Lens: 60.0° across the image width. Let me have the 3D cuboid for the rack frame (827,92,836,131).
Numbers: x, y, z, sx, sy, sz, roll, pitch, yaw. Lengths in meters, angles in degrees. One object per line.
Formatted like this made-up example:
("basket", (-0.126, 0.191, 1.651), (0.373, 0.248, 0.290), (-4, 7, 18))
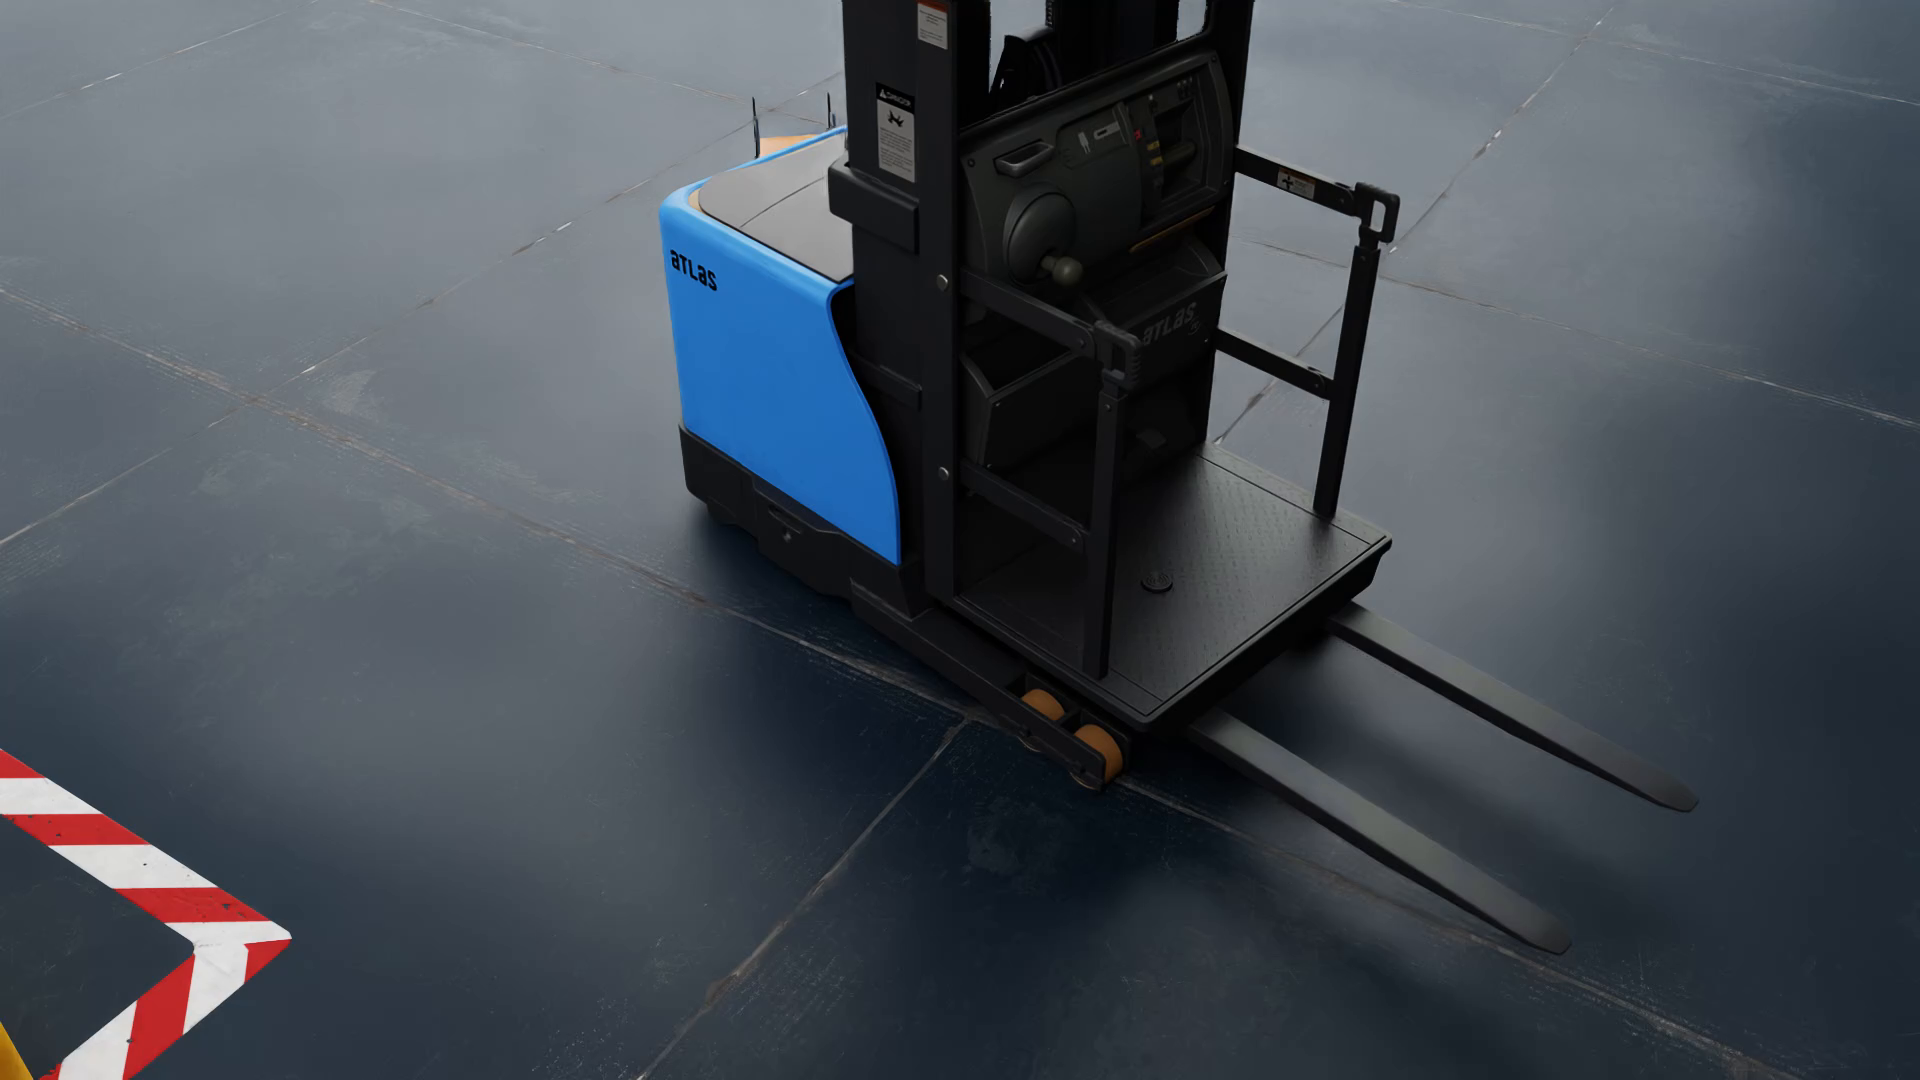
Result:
("rack frame", (-0.411, -0.973, 5.644), (0.008, 1.050, 0.200), (-6, 35, -7))

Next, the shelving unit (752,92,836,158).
("shelving unit", (-0.531, -0.962, 5.629), (0.252, 1.050, 0.215), (-6, 35, -7))

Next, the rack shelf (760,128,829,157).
("rack shelf", (-0.533, -1.186, 5.473), (0.240, 0.259, 0.215), (-6, 35, -7))

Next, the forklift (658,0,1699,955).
("forklift", (0.507, -0.864, 3.970), (1.130, 2.935, 3.031), (-31, 47, -34))

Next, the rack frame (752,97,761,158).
("rack frame", (-0.652, -0.950, 5.613), (0.008, 1.050, 0.200), (-6, 35, -7))
